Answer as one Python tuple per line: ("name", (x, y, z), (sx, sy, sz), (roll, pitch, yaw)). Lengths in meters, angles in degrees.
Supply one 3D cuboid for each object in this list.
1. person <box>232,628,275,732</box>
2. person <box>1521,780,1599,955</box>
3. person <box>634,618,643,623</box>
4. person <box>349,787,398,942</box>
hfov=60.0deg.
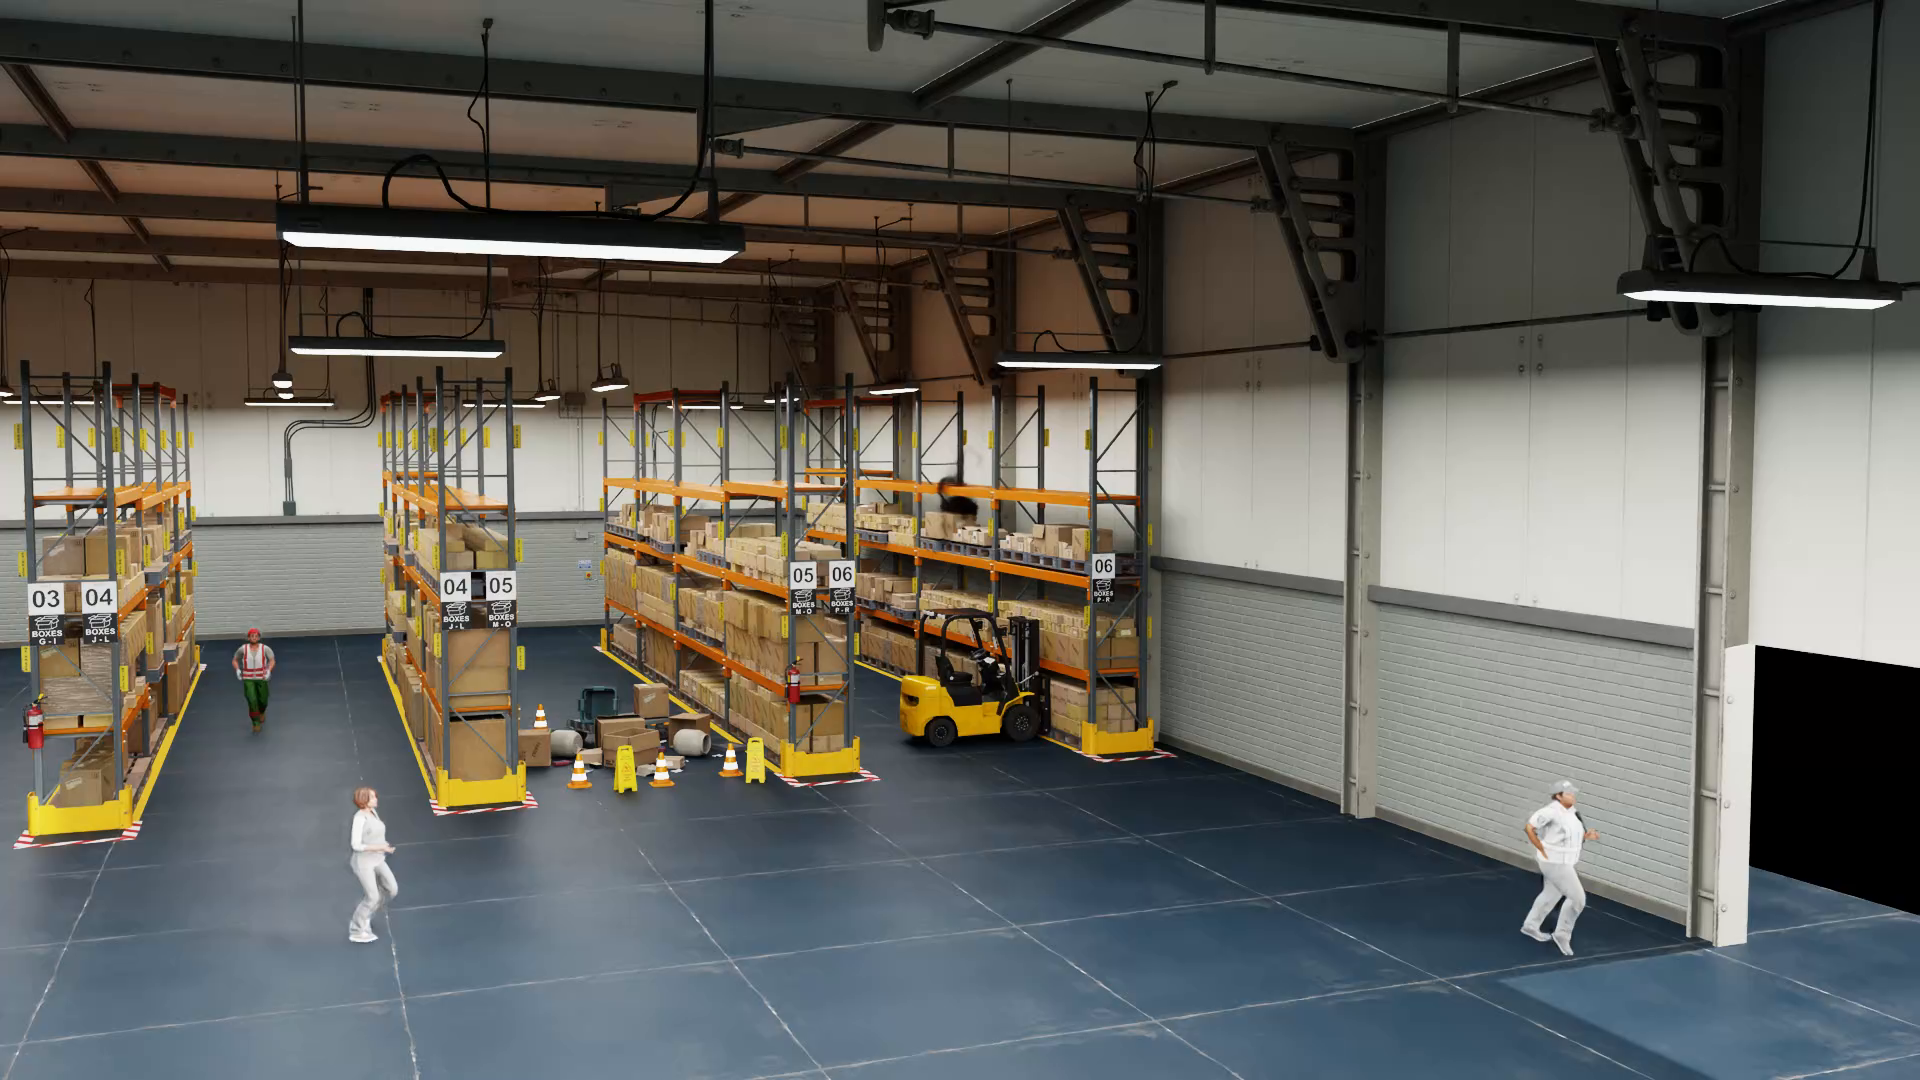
("person", (-12.181, 2.394, 28.690), (0.683, 1.756, 0.717), (-2, 4, -25))
("person", (5.908, 3.210, 16.362), (0.705, 1.726, 0.572), (3, 4, 37))
("person", (-7.930, 1.701, 41.278), (0.999, 1.626, 0.725), (2, 4, 26))
("person", (-5.823, 3.220, 16.527), (0.548, 1.558, 0.518), (0, 3, 6))
